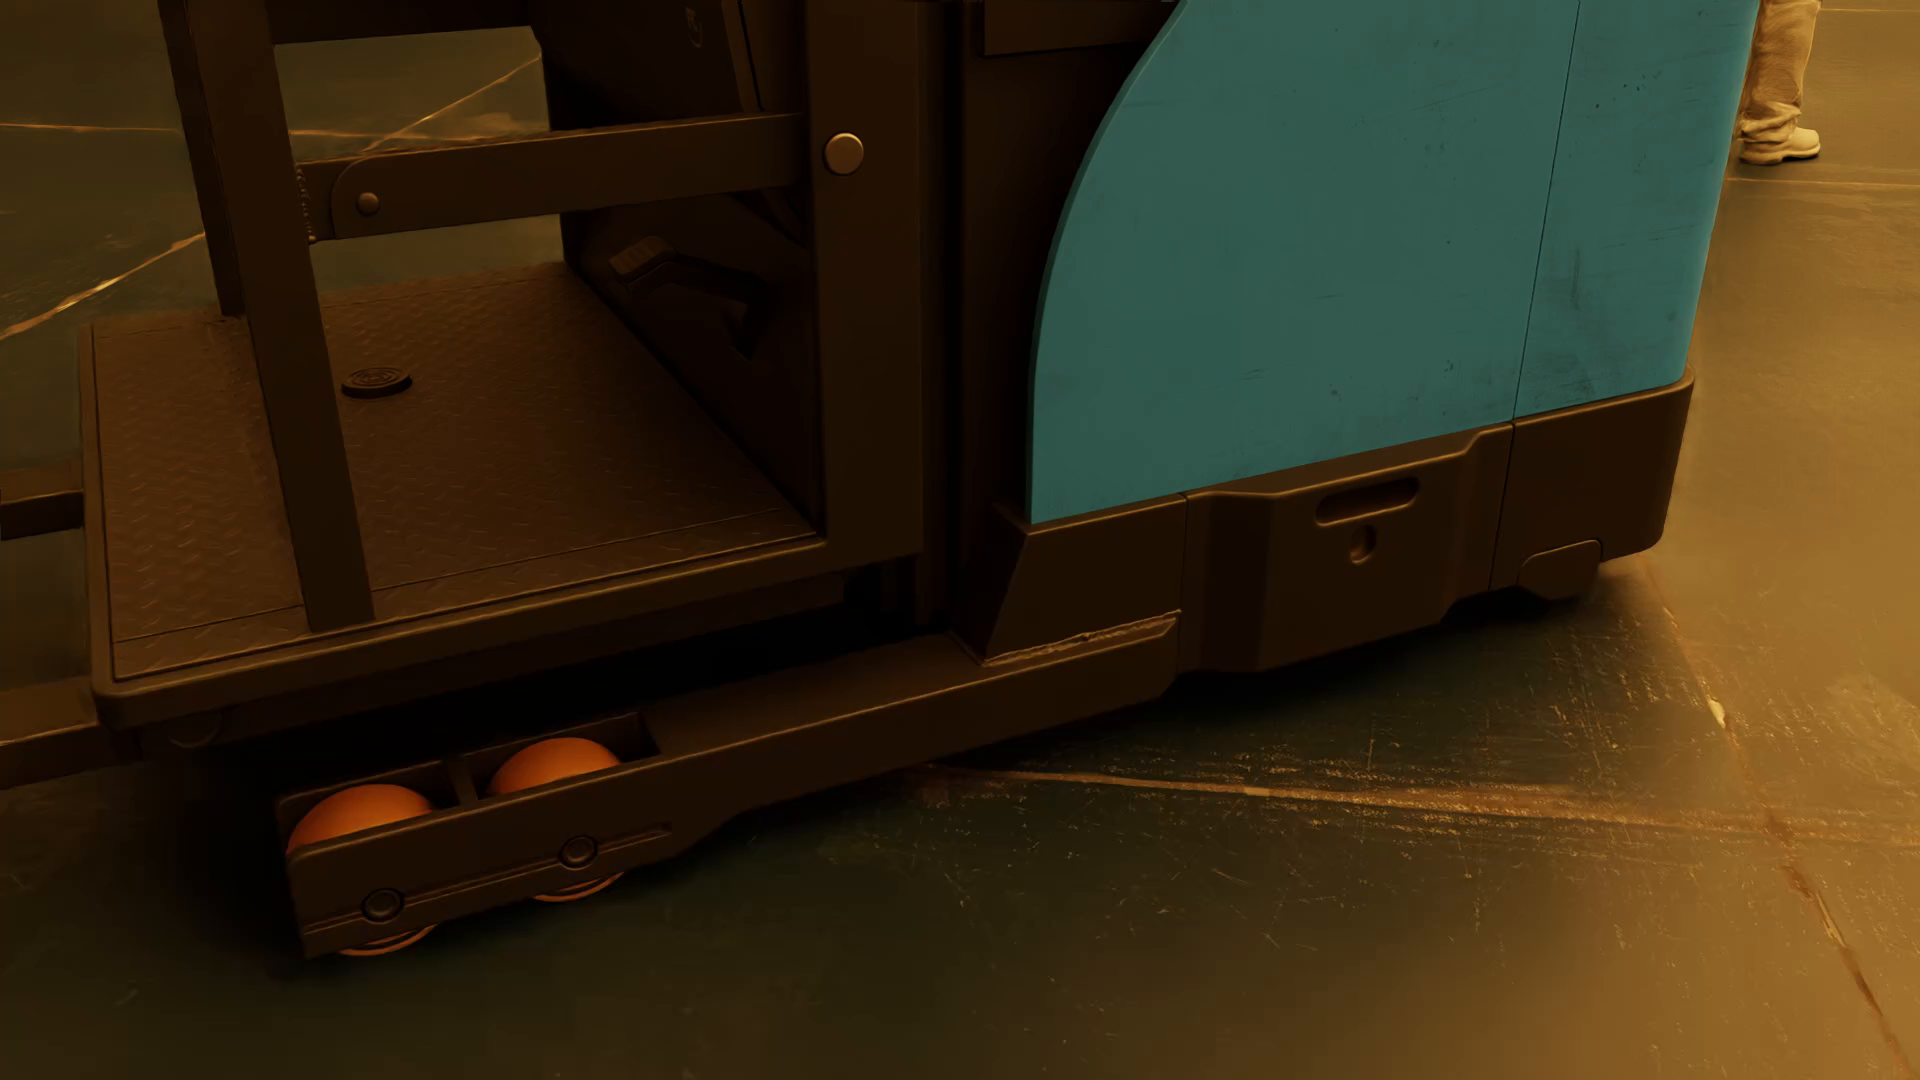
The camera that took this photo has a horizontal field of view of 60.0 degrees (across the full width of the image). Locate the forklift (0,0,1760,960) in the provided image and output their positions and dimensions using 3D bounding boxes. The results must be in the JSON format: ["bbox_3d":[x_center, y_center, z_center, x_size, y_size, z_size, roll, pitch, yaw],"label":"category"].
[{"bbox_3d":[-0.553,-1.165,1.553,3.031,2.935,1.130,-12,29,-23],"label":"forklift"}]

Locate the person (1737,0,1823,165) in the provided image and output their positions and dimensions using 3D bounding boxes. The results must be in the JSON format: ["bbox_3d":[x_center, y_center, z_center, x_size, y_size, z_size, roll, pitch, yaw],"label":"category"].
[{"bbox_3d":[2.115,-1.907,4.343,0.579,1.769,0.466,20,33,35],"label":"person"}]
